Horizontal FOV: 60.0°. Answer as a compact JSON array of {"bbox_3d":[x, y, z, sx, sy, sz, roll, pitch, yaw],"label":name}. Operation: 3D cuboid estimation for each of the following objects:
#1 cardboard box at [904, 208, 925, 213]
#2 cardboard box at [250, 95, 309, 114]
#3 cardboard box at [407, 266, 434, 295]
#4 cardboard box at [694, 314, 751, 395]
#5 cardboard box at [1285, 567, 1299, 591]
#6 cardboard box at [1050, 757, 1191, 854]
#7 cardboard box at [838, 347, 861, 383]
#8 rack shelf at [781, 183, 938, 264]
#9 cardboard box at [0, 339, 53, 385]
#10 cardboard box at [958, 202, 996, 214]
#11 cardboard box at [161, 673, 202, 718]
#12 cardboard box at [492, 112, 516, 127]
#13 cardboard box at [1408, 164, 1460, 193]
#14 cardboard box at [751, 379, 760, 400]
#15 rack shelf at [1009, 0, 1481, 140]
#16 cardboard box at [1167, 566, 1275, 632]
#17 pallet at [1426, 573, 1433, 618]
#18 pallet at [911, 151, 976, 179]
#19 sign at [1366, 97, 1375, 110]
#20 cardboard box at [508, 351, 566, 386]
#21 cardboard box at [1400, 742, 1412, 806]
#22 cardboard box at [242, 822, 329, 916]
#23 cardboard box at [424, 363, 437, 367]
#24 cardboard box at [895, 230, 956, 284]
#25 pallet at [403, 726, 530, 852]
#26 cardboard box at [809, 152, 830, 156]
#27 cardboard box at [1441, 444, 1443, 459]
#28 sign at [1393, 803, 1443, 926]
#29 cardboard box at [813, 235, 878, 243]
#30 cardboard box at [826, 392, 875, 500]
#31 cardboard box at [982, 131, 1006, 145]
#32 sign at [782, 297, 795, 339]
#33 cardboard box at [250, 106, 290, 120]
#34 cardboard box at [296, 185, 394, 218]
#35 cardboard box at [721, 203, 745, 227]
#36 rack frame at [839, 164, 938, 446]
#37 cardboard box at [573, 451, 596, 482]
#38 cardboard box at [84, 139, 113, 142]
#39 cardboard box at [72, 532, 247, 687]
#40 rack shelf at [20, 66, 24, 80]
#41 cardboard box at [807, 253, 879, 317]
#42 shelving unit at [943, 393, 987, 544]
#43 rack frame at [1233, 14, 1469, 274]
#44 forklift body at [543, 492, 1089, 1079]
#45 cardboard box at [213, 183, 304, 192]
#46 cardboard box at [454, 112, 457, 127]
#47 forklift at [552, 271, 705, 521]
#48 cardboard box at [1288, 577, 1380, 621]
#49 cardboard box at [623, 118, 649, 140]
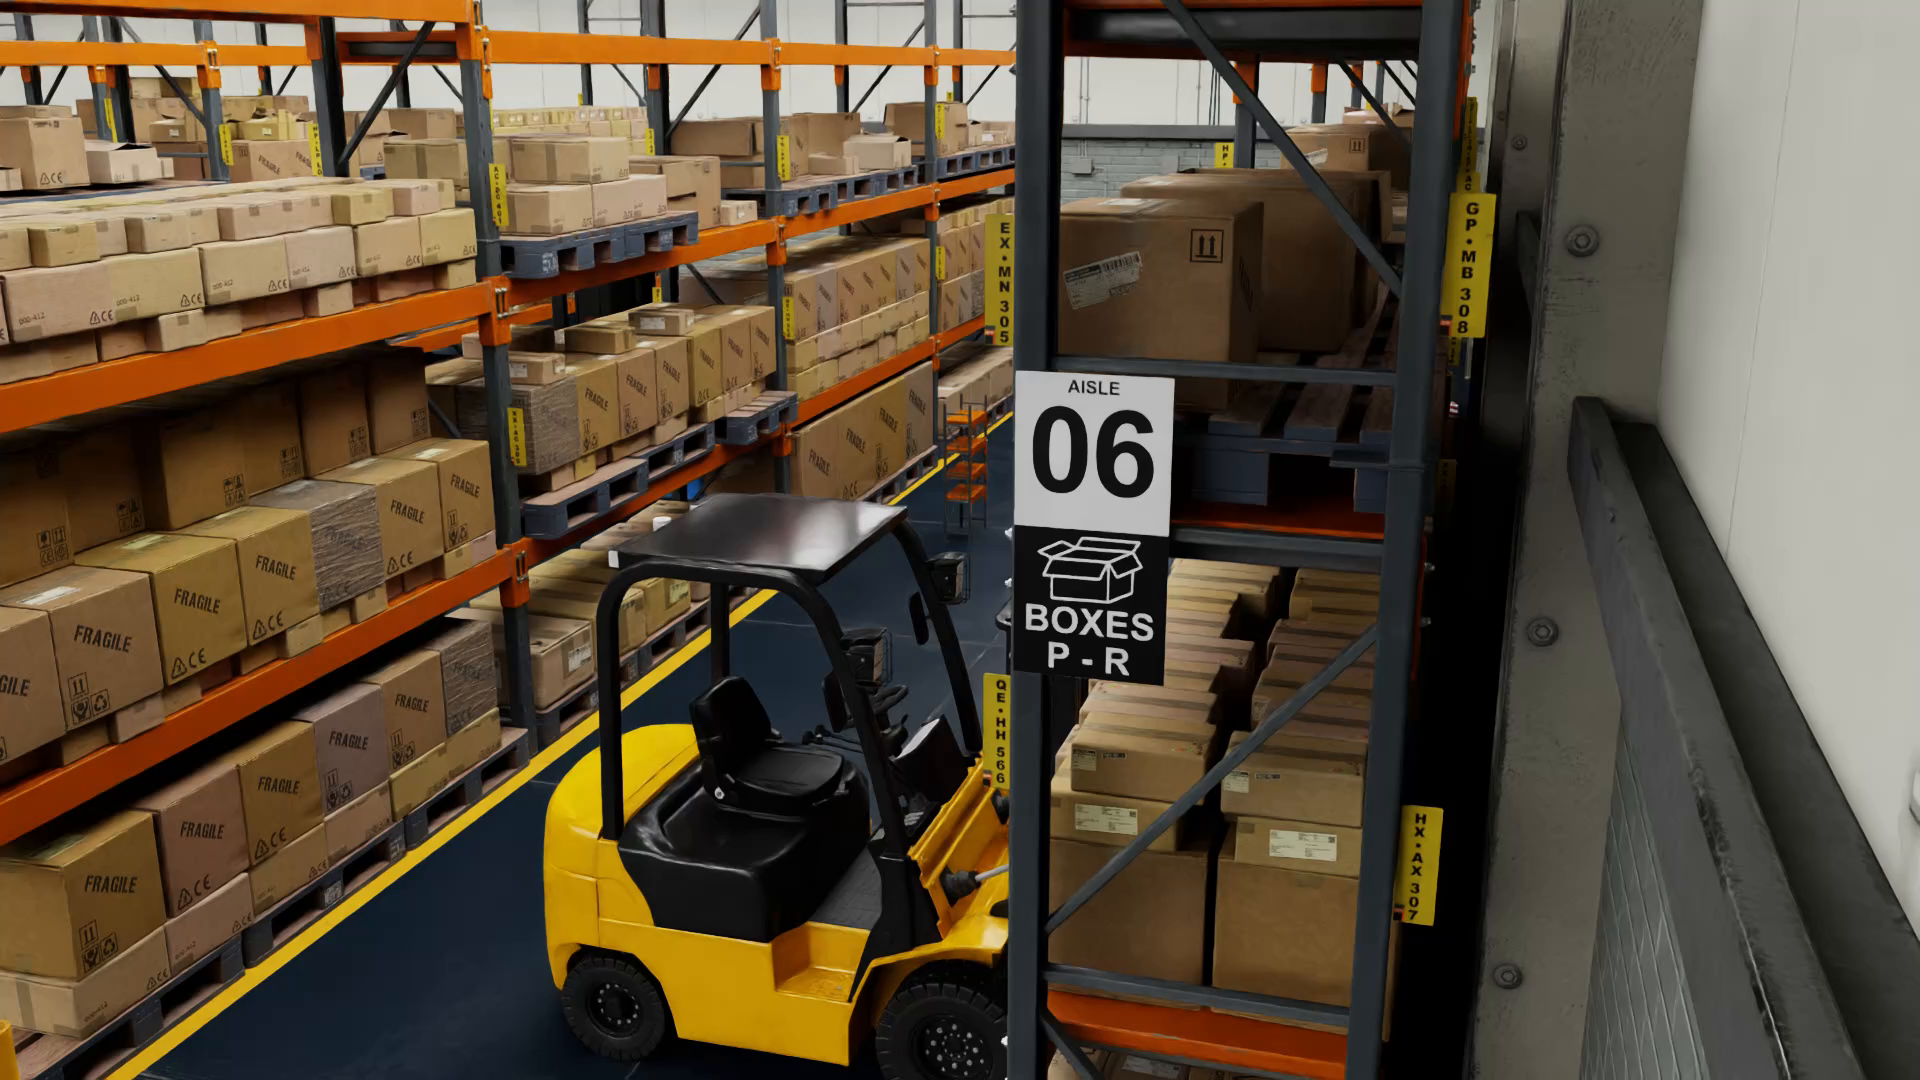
[{"bbox_3d":[-0.590,-3.499,17.964,0.380,0.149,0.250,4,16,15],"label":"cardboard box"},{"bbox_3d":[-9.184,-5.708,22.323,0.700,0.500,0.500,4,16,13],"label":"cardboard box"},{"bbox_3d":[-2.950,-1.355,8.575,0.380,0.149,0.250,5,17,17],"label":"cardboard box"},{"bbox_3d":[-1.859,-1.362,12.136,0.500,0.500,0.500,4,16,15],"label":"cardboard box"},{"bbox_3d":[1.255,0.371,7.343,0.500,0.500,0.500,5,17,17],"label":"cardboard box"},{"bbox_3d":[0.457,0.759,4.784,0.380,0.149,0.250,5,17,17],"label":"cardboard box"},{"bbox_3d":[-1.196,-1.554,14.586,0.500,0.250,0.500,5,17,18],"label":"cardboard box"},{"bbox_3d":[-1.291,-2.865,14.756,1.077,0.370,4.000,5,16,16],"label":"rack shelf"},{"bbox_3d":[-3.631,-0.678,6.187,0.380,0.149,0.250,5,17,17],"label":"cardboard box"},{"bbox_3d":[0.194,-3.732,18.785,0.380,0.149,0.250,5,17,17],"label":"cardboard box"},{"bbox_3d":[-3.469,0.632,7.063,0.380,0.149,0.250,5,17,17],"label":"cardboard box"},{"bbox_3d":[-5.073,-4.578,18.105,0.380,0.149,0.250,4,16,13],"label":"cardboard box"},{"bbox_3d":[2.940,-2.273,10.671,0.500,0.250,0.500,5,16,16],"label":"cardboard box"},{"bbox_3d":[-1.734,-1.147,12.566,0.380,0.149,0.250,5,17,17],"label":"cardboard box"},{"bbox_3d":[1.195,-1.639,5.669,1.077,0.370,4.000,5,16,16],"label":"rack shelf"},{"bbox_3d":[0.957,0.217,6.151,0.380,0.149,0.250,5,17,17],"label":"cardboard box"},{"bbox_3d":[3.149,0.288,12.928,1.003,0.211,1.213,5,16,16],"label":"pallet"},{"bbox_3d":[-0.480,-3.905,17.266,1.003,0.211,1.213,5,16,16],"label":"pallet"},{"bbox_3d":[4.654,-4.860,18.867,0.100,0.325,0.005,5,16,16],"label":"sign"},{"bbox_3d":[-2.524,-1.000,9.670,0.380,0.149,0.250,5,16,16],"label":"cardboard box"},{"bbox_3d":[1.161,0.938,5.344,0.500,0.500,0.500,5,17,18],"label":"cardboard box"},{"bbox_3d":[-3.343,1.502,7.805,0.500,0.250,0.500,6,17,20],"label":"cardboard box"},{"bbox_3d":[-5.626,-1.661,17.127,0.500,0.250,0.500,5,17,19],"label":"cardboard box"},{"bbox_3d":[-0.355,-2.927,17.135,0.500,0.500,0.500,5,17,16],"label":"cardboard box"},{"bbox_3d":[-3.153,1.321,9.284,1.003,0.211,1.213,5,16,16],"label":"pallet"},{"bbox_3d":[-1.418,-3.520,15.406,0.380,0.166,0.250,3,16,12],"label":"cardboard box"},{"bbox_3d":[4.032,-0.627,14.853,0.500,0.500,0.500,4,16,14],"label":"cardboard box"},{"bbox_3d":[1.157,0.822,4.203,0.100,0.325,0.005,5,16,16],"label":"sign"},{"bbox_3d":[-1.124,-2.728,16.435,0.500,0.500,0.500,5,17,17],"label":"cardboard box"},{"bbox_3d":[-1.326,-0.832,14.891,0.875,0.875,0.875,5,17,17],"label":"cardboard box"},{"bbox_3d":[0.330,-4.670,19.307,0.380,0.149,0.250,3,16,12],"label":"cardboard box"},{"bbox_3d":[-1.337,-1.724,12.936,0.100,0.325,0.005,5,16,16],"label":"sign"},{"bbox_3d":[-6.423,-3.926,15.591,0.396,0.266,0.258,5,16,16],"label":"cardboard box"},{"bbox_3d":[-3.037,-1.670,8.221,0.380,0.149,0.250,5,17,17],"label":"cardboard box"},{"bbox_3d":[-1.811,-2.403,12.268,0.380,0.149,0.250,5,16,16],"label":"cardboard box"},{"bbox_3d":[-0.723,-2.292,16.912,1.000,3.000,0.127,5,16,16],"label":"rack frame"},{"bbox_3d":[-2.457,-0.465,10.161,0.380,0.149,0.250,5,17,17],"label":"cardboard box"},{"bbox_3d":[-7.051,-3.081,13.407,0.500,0.311,0.500,5,16,16],"label":"cardboard box"},{"bbox_3d":[-3.445,0.285,7.099,0.500,0.500,0.500,4,16,15],"label":"cardboard box"},{"bbox_3d":[-14.405,-6.315,22.154,1.077,0.370,4.000,5,16,16],"label":"rack shelf"},{"bbox_3d":[-1.045,-2.281,14.858,0.500,0.500,0.500,5,17,17],"label":"cardboard box"},{"bbox_3d":[0.047,-0.621,14.318,0.258,1.200,0.503,5,16,16],"label":"shelving unit"},{"bbox_3d":[1.764,-2.701,7.361,1.000,3.000,0.127,5,16,16],"label":"rack frame"},{"bbox_3d":[-0.583,1.002,6.853,2.313,2.155,1.214,5,16,16],"label":"forklift body"},{"bbox_3d":[-3.528,-1.709,8.359,0.380,0.149,0.250,4,16,14],"label":"cardboard box"},{"bbox_3d":[-5.671,-4.555,18.024,0.380,0.149,0.250,4,16,13],"label":"cardboard box"},{"bbox_3d":[-3.543,-1.718,15.015,3.031,2.935,1.130,5,17,17],"label":"forklift"},{"bbox_3d":[1.394,0.255,6.017,0.380,0.149,0.250,5,17,16],"label":"cardboard box"},{"bbox_3d":[-4.248,-5.167,20.910,0.500,0.250,0.500,4,16,14],"label":"cardboard box"}]
